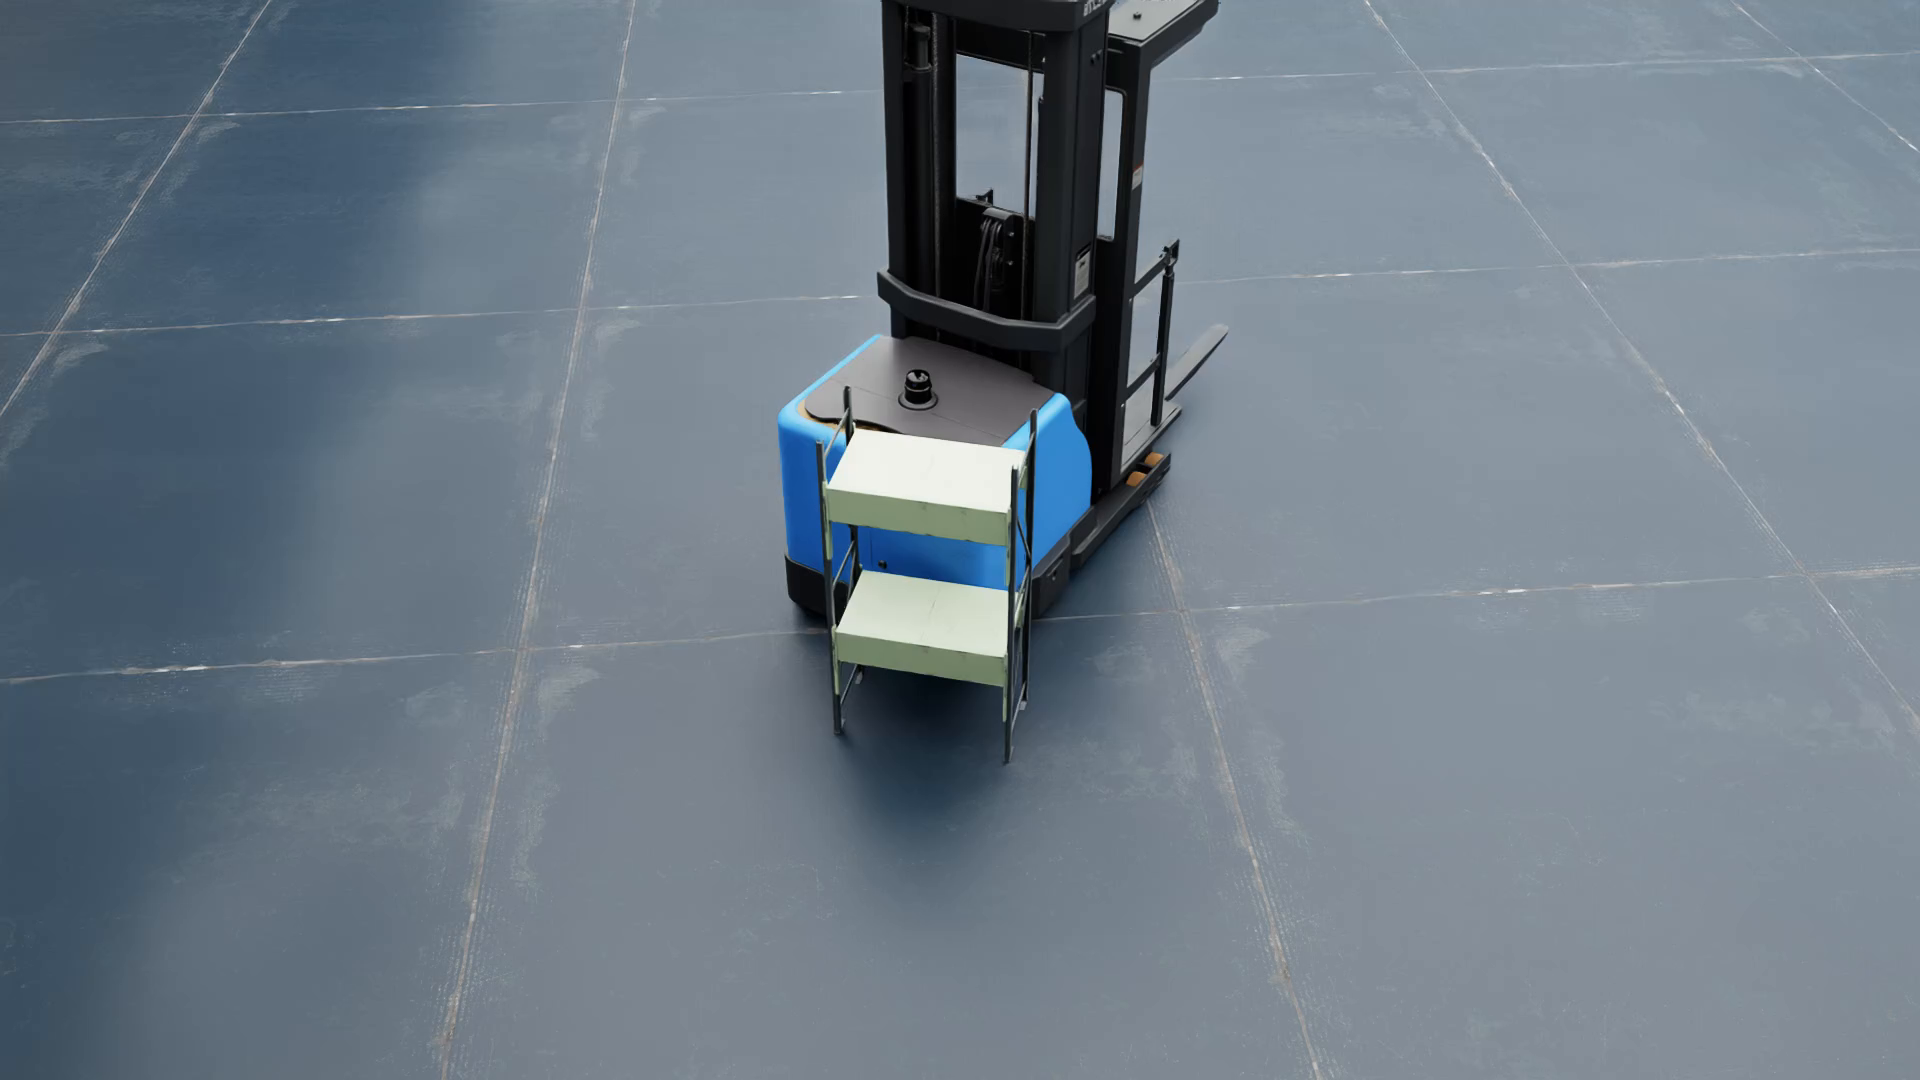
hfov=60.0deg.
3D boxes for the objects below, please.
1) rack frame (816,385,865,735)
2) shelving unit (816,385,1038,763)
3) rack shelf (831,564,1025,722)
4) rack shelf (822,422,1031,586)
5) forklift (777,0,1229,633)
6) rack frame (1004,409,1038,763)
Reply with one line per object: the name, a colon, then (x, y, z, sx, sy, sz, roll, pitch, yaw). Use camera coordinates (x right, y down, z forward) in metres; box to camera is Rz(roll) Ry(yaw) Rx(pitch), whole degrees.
rack frame: (-0.475, 0.113, 6.718, 0.023, 1.500, 0.400, 8, 39, 10)
shelving unit: (-0.119, 0.164, 6.654, 0.755, 1.500, 0.431, 8, 39, 10)
rack shelf: (-0.119, 0.419, 6.856, 0.720, 0.370, 0.431, 8, 39, 10)
rack shelf: (-0.119, -0.143, 6.412, 0.720, 0.370, 0.431, 8, 39, 10)
forklift: (0.410, -1.466, 7.564, 1.130, 2.935, 3.031, 21, 43, 24)
rack frame: (0.238, 0.214, 6.590, 0.023, 1.500, 0.400, 8, 39, 10)
